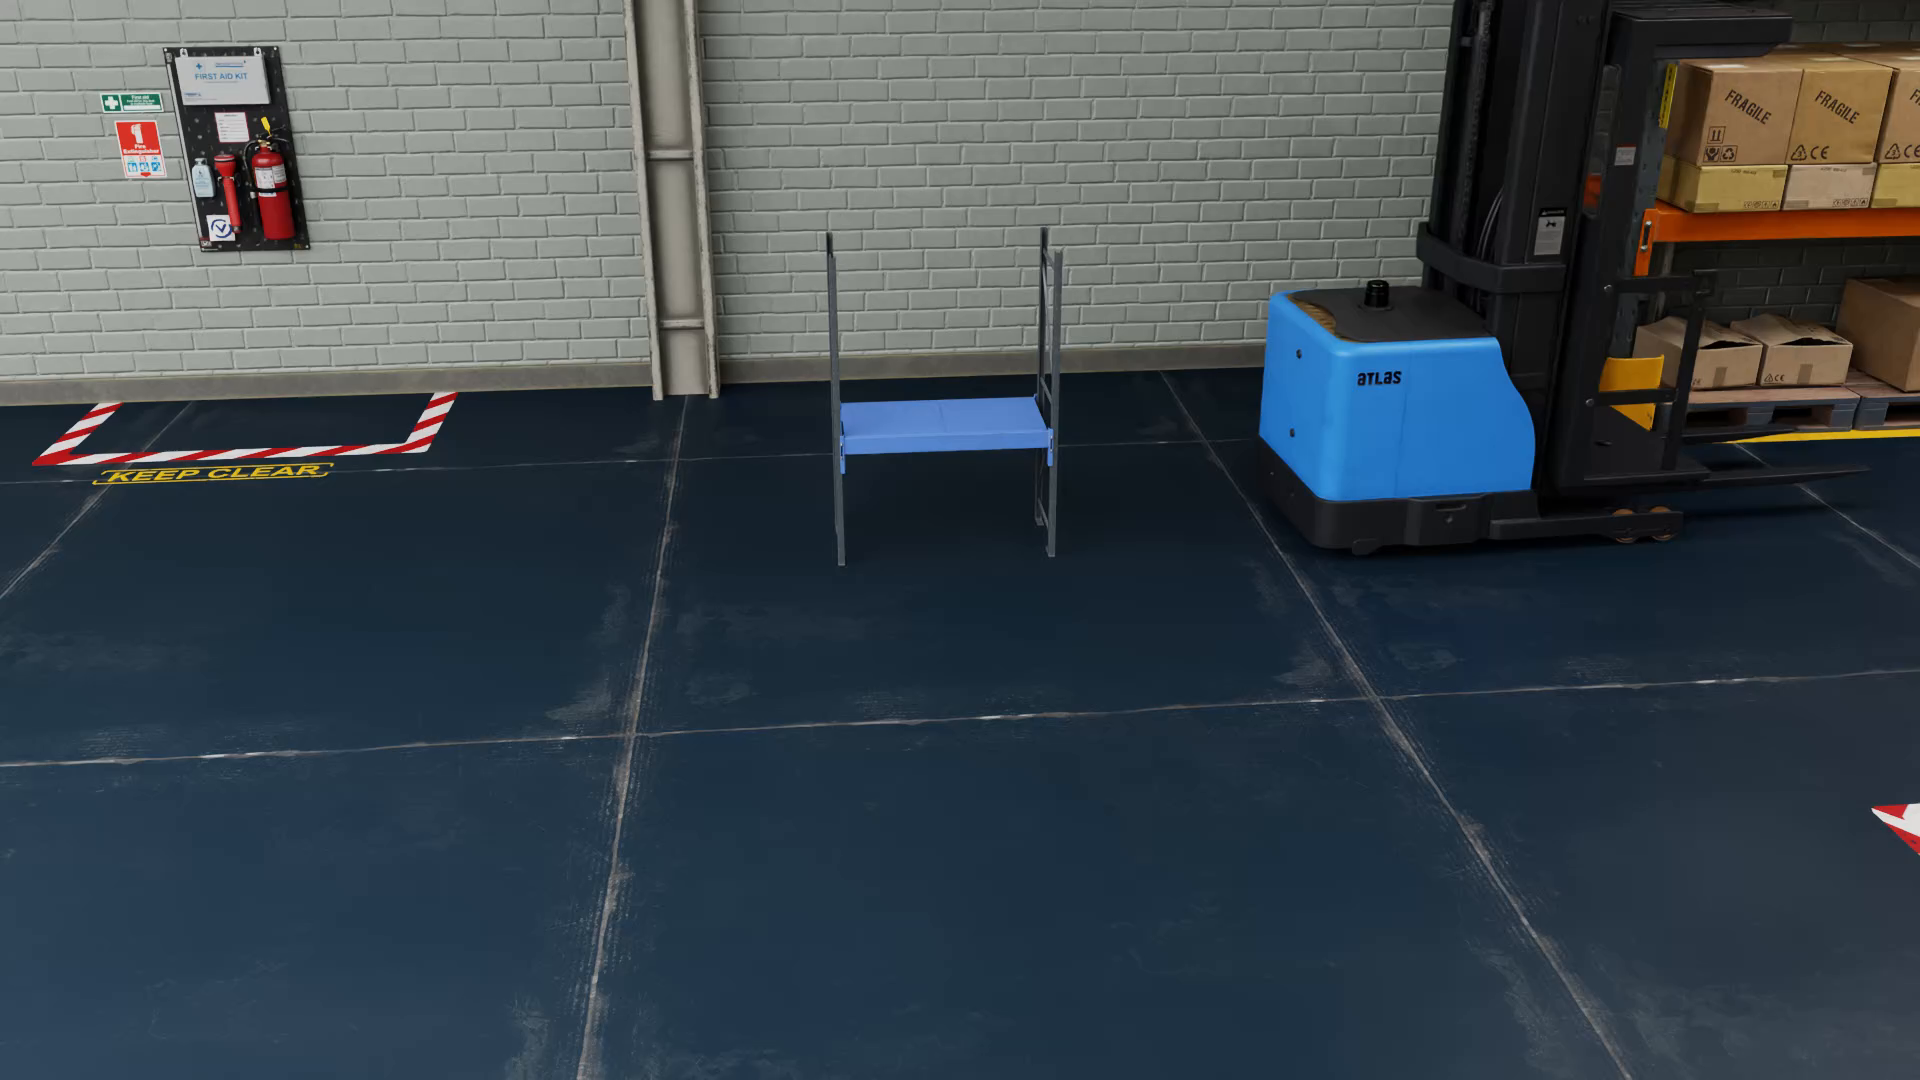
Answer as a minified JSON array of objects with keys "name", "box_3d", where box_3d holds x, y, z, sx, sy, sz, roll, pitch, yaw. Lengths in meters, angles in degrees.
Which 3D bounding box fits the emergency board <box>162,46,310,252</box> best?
[{"name":"emergency board","box_3d":[-4.157,-2.214,9.538,0.643,1.169,0.194,-2,24,-5]}]

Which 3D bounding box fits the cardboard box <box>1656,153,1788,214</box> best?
[{"name":"cardboard box","box_3d":[4.182,-1.991,9.196,0.500,0.250,0.500,-3,24,-7]}]

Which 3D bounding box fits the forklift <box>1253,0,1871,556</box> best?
[{"name":"forklift","box_3d":[3.120,-1.532,8.087,3.031,2.935,1.130,-4,24,-8]}]

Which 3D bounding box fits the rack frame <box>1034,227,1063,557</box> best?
[{"name":"rack frame","box_3d":[0.421,-0.702,7.983,0.032,1.500,0.500,-2,24,-5]}]

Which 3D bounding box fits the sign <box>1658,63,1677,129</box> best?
[{"name":"sign","box_3d":[3.719,-2.335,8.745,0.005,0.325,0.100,-2,24,-5]}]

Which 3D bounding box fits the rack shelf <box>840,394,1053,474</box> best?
[{"name":"rack shelf","box_3d":[-0.085,-0.518,8.011,1.000,0.185,0.538,-2,24,-5]}]

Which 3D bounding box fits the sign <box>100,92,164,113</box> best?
[{"name":"sign","box_3d":[-4.712,-2.488,9.459,0.331,0.109,0.001,-2,24,-5]}]

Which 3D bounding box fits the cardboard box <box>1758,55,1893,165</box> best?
[{"name":"cardboard box","box_3d":[4.663,-2.356,9.093,0.500,0.500,0.500,-2,24,-5]}]

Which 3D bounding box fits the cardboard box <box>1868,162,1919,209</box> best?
[{"name":"cardboard box","box_3d":[5.205,-2.035,9.296,0.500,0.250,0.500,-3,24,-6]}]

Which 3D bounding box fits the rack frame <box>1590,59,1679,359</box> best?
[{"name":"rack frame","box_3d":[3.666,-2.159,9.414,0.127,3.000,1.000,-2,24,-5]}]

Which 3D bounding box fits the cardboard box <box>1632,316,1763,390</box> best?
[{"name":"cardboard box","box_3d":[4.363,-1.123,9.851,0.500,0.311,0.500,-5,24,-11]}]

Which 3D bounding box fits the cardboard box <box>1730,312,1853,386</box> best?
[{"name":"cardboard box","box_3d":[4.930,-1.145,9.903,0.500,0.311,0.500,0,24,-1]}]

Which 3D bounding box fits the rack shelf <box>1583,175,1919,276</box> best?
[{"name":"rack shelf","box_3d":[5.656,-1.910,9.740,4.000,0.370,1.077,-2,24,-5]}]

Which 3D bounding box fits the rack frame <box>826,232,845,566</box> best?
[{"name":"rack frame","box_3d":[-0.591,-0.662,7.892,0.032,1.500,0.500,-2,24,-5]}]

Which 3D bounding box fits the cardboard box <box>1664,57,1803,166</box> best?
[{"name":"cardboard box","box_3d":[4.170,-2.340,9.058,0.500,0.500,0.500,-2,24,-5]}]

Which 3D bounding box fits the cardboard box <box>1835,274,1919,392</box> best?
[{"name":"cardboard box","box_3d":[5.665,-1.241,9.885,0.500,0.500,0.700,-4,24,-8]}]

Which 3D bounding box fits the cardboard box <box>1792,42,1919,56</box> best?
[{"name":"cardboard box","box_3d":[5.130,-2.586,9.611,0.500,0.500,0.500,-3,24,-7]}]

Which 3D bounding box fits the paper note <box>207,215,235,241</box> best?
[{"name":"paper note","box_3d":[-4.340,-1.832,9.763,0.142,0.148,0.016,-2,24,-5]}]

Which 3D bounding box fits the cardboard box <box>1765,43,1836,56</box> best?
[{"name":"cardboard box","box_3d":[4.616,-2.563,9.560,0.500,0.500,0.500,-2,24,-4]}]

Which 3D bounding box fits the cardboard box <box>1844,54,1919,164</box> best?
[{"name":"cardboard box","box_3d":[5.178,-2.374,9.134,0.500,0.500,0.500,-3,24,-7]}]

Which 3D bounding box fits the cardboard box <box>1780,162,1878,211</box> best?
[{"name":"cardboard box","box_3d":[4.698,-2.017,9.255,0.500,0.250,0.500,-3,24,-7]}]

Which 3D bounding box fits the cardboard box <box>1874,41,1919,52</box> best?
[{"name":"cardboard box","box_3d":[5.631,-2.606,9.656,0.500,0.500,0.500,-2,24,-4]}]

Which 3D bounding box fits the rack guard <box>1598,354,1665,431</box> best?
[{"name":"rack guard","box_3d":[3.741,-1.020,9.929,0.348,0.500,1.175,-2,24,-5]}]

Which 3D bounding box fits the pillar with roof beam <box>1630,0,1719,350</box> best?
[{"name":"pillar with roof beam","box_3d":[4.700,-3.538,5.130,0.400,9.000,9.100,-2,24,-5]}]

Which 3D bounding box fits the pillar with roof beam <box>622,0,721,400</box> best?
[{"name":"pillar with roof beam","box_3d":[-1.271,-3.298,4.592,0.400,9.000,9.100,-2,24,-5]}]

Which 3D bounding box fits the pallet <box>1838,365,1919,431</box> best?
[{"name":"pallet","box_3d":[5.765,-0.953,10.135,1.213,0.211,1.003,-2,24,-5]}]

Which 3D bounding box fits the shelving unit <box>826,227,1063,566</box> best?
[{"name":"shelving unit","box_3d":[-0.085,-0.682,7.938,1.048,1.500,0.538,-2,24,-5]}]

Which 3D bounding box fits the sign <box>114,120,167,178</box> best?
[{"name":"sign","box_3d":[-4.717,-2.250,9.575,0.234,0.329,0.001,-2,24,-5]}]

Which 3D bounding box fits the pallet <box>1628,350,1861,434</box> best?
[{"name":"pallet","box_3d":[4.553,-0.906,10.028,1.213,0.211,1.003,-2,24,-5]}]
